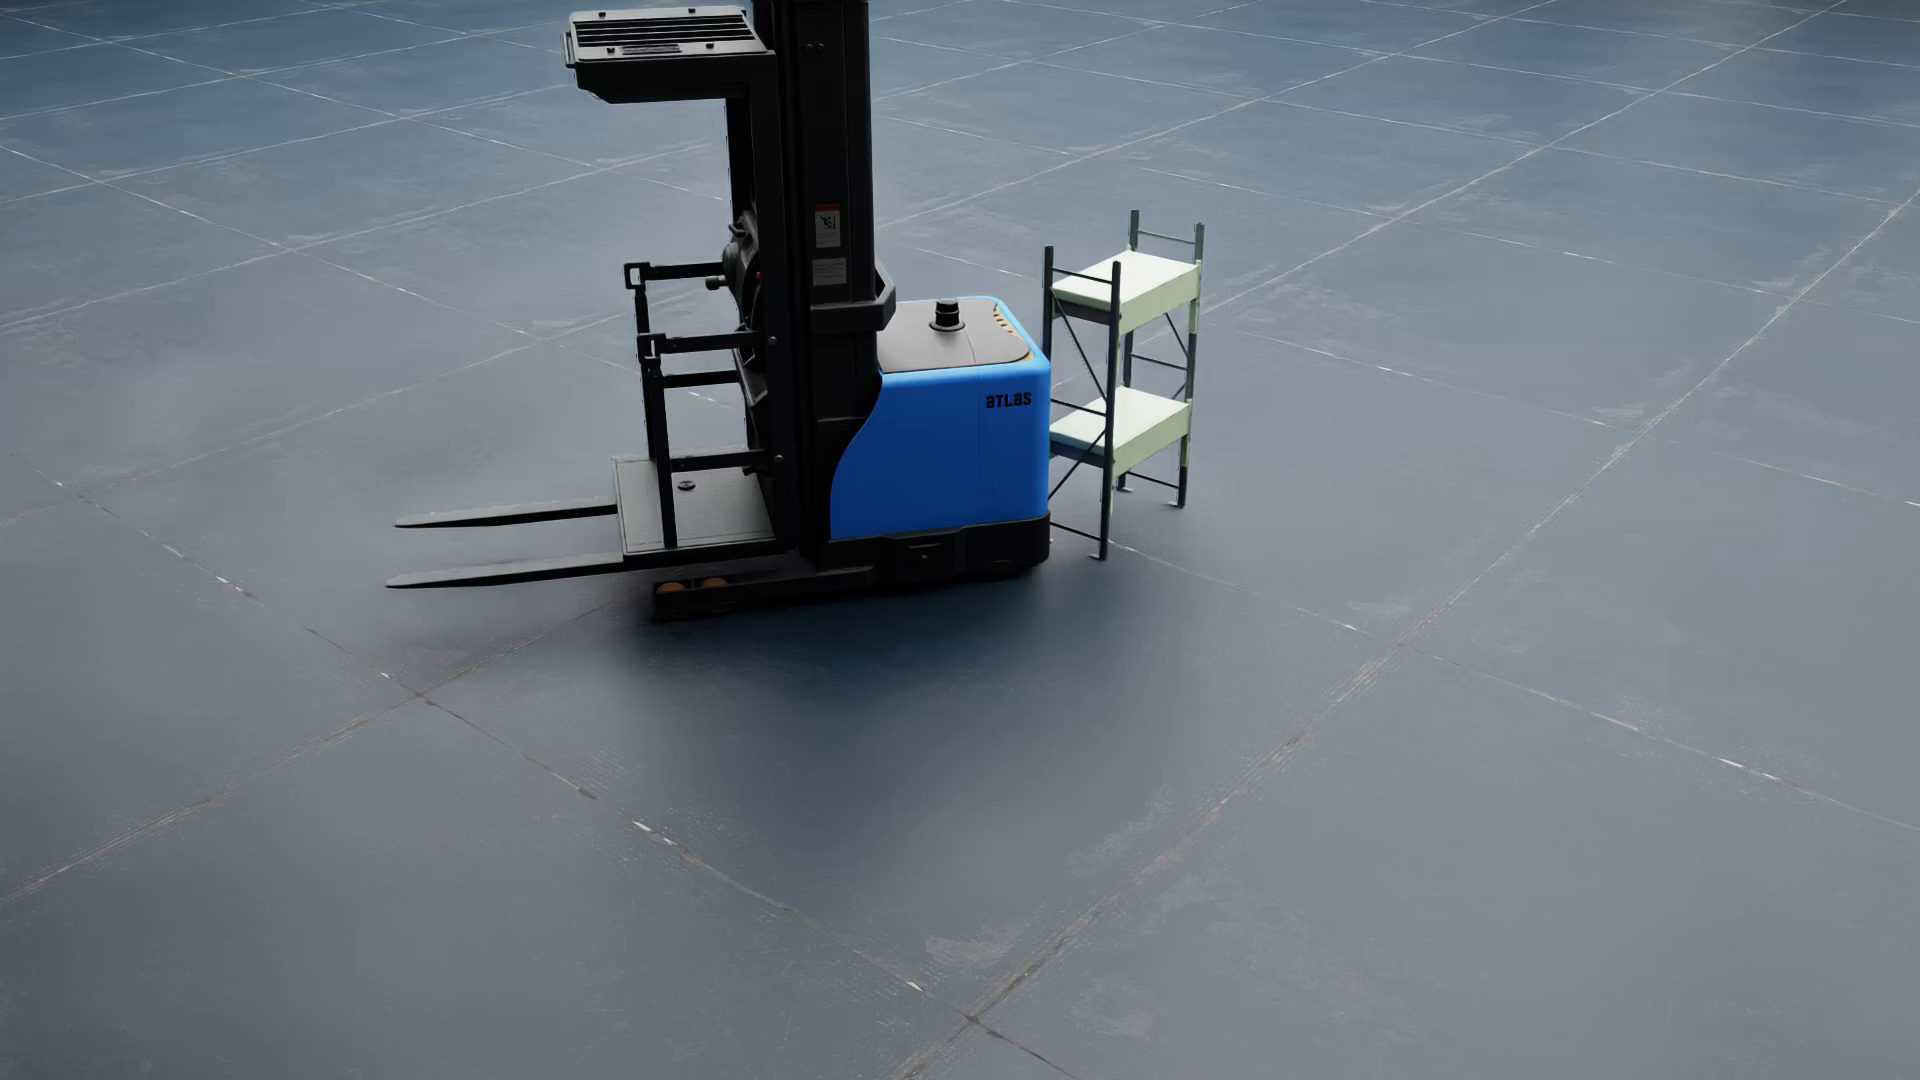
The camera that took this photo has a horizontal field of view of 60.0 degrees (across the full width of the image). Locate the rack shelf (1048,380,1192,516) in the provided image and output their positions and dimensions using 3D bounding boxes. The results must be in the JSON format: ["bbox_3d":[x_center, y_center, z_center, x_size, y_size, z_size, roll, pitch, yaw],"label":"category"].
[{"bbox_3d":[0.774,-0.465,8.227,0.431,0.370,0.720,19,33,33],"label":"rack shelf"}]

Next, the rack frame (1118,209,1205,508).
[{"bbox_3d":[0.997,-0.888,8.335,0.400,1.500,0.023,19,33,33],"label":"rack frame"}]

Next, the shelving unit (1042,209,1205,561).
[{"bbox_3d":[0.774,-0.755,8.077,0.431,1.500,0.755,19,33,33],"label":"shelving unit"}]

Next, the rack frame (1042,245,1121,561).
[{"bbox_3d":[0.551,-0.622,7.819,0.400,1.500,0.023,19,33,33],"label":"rack frame"}]

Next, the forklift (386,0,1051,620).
[{"bbox_3d":[-1.146,-1.207,7.393,3.031,2.935,1.130,-6,28,-12],"label":"forklift"}]

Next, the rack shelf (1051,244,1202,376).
[{"bbox_3d":[0.774,-1.102,7.898,0.431,0.370,0.720,19,33,33],"label":"rack shelf"}]
